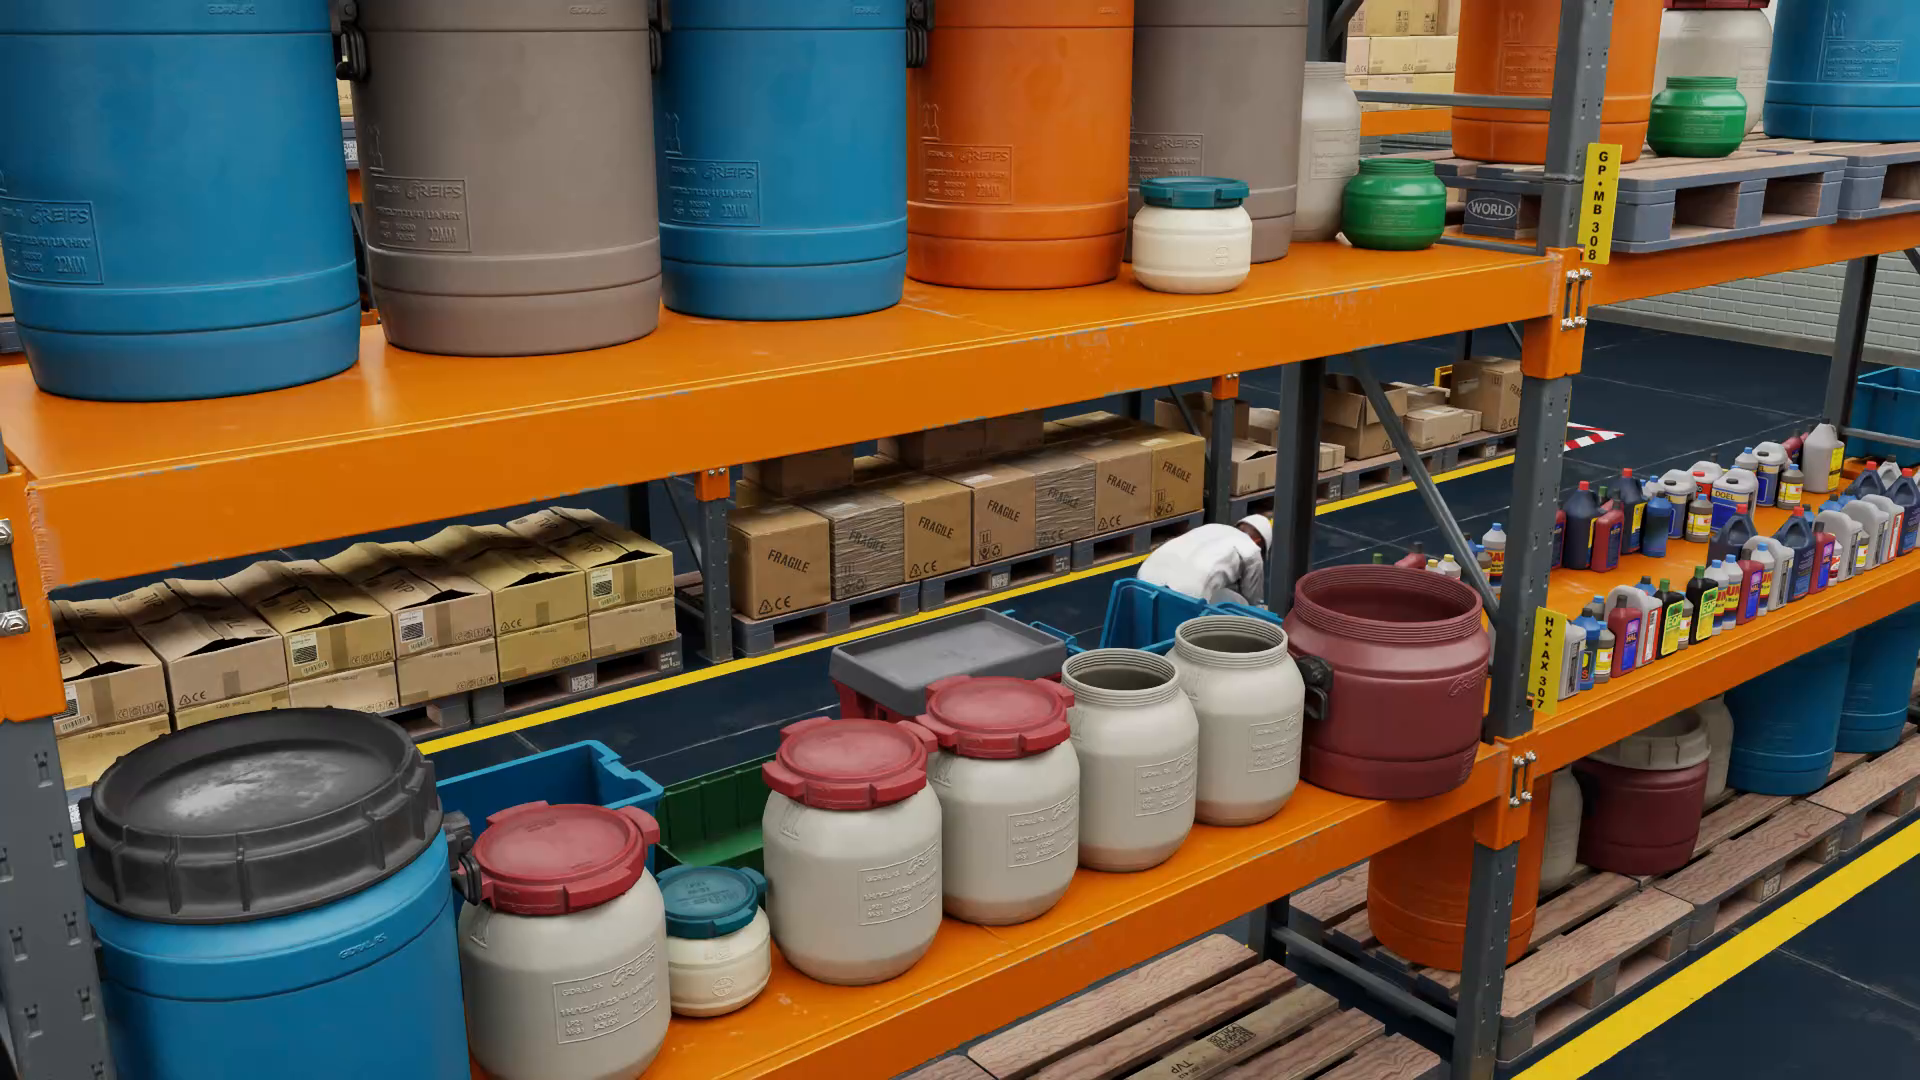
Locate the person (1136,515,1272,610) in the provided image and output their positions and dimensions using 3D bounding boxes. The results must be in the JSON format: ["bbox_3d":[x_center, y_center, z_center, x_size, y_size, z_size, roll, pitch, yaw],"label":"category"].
[{"bbox_3d":[1.401,0.315,9.217,0.972,0.779,0.507,-14,22,-38],"label":"person"}]
